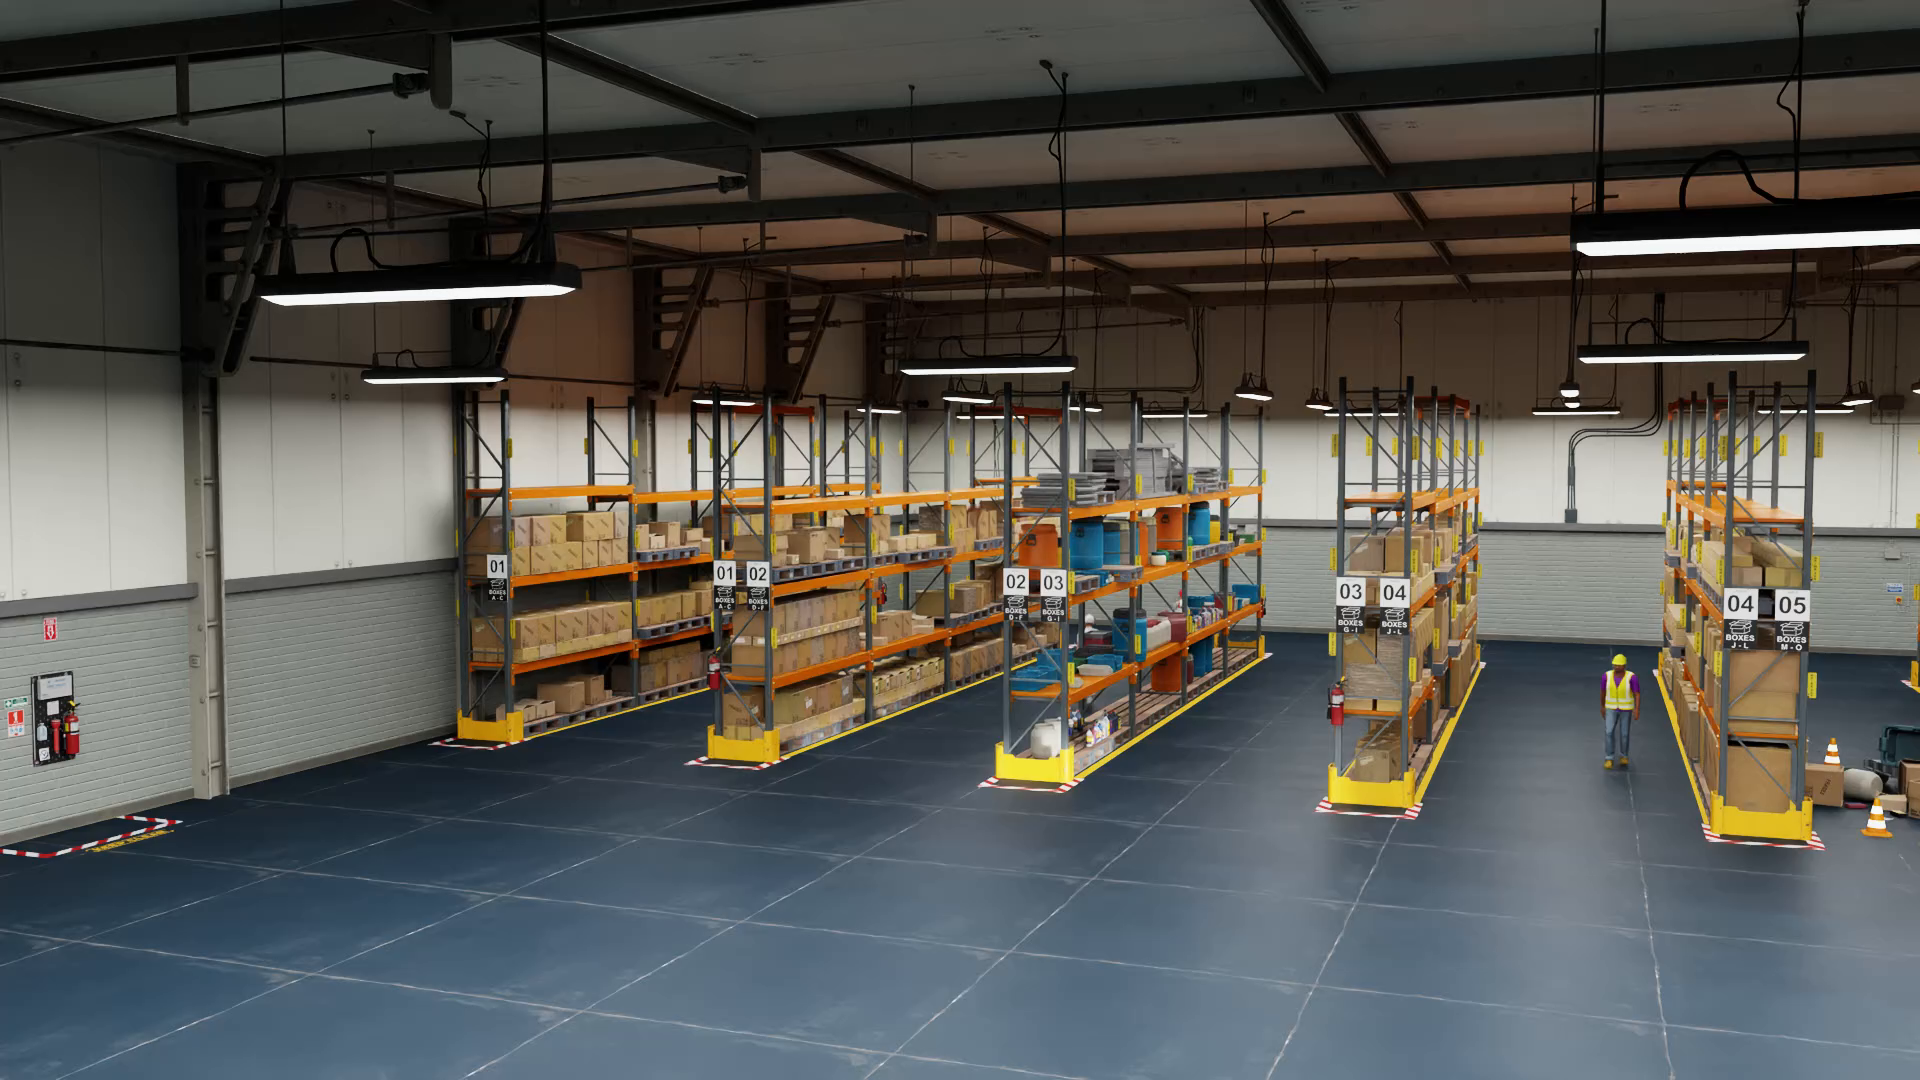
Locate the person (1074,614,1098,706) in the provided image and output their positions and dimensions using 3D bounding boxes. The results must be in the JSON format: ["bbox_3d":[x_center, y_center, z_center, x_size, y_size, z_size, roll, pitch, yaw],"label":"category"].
[{"bbox_3d":[2.486,2.346,32.345,0.552,1.818,0.632,0,3,-6],"label":"person"}]

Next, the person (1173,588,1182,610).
[{"bbox_3d":[5.108,2.008,38.168,0.604,1.793,0.467,-1,3,-21],"label":"person"}]

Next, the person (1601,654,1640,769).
[{"bbox_3d":[10.364,2.681,26.142,0.628,1.772,0.688,2,4,38],"label":"person"}]
